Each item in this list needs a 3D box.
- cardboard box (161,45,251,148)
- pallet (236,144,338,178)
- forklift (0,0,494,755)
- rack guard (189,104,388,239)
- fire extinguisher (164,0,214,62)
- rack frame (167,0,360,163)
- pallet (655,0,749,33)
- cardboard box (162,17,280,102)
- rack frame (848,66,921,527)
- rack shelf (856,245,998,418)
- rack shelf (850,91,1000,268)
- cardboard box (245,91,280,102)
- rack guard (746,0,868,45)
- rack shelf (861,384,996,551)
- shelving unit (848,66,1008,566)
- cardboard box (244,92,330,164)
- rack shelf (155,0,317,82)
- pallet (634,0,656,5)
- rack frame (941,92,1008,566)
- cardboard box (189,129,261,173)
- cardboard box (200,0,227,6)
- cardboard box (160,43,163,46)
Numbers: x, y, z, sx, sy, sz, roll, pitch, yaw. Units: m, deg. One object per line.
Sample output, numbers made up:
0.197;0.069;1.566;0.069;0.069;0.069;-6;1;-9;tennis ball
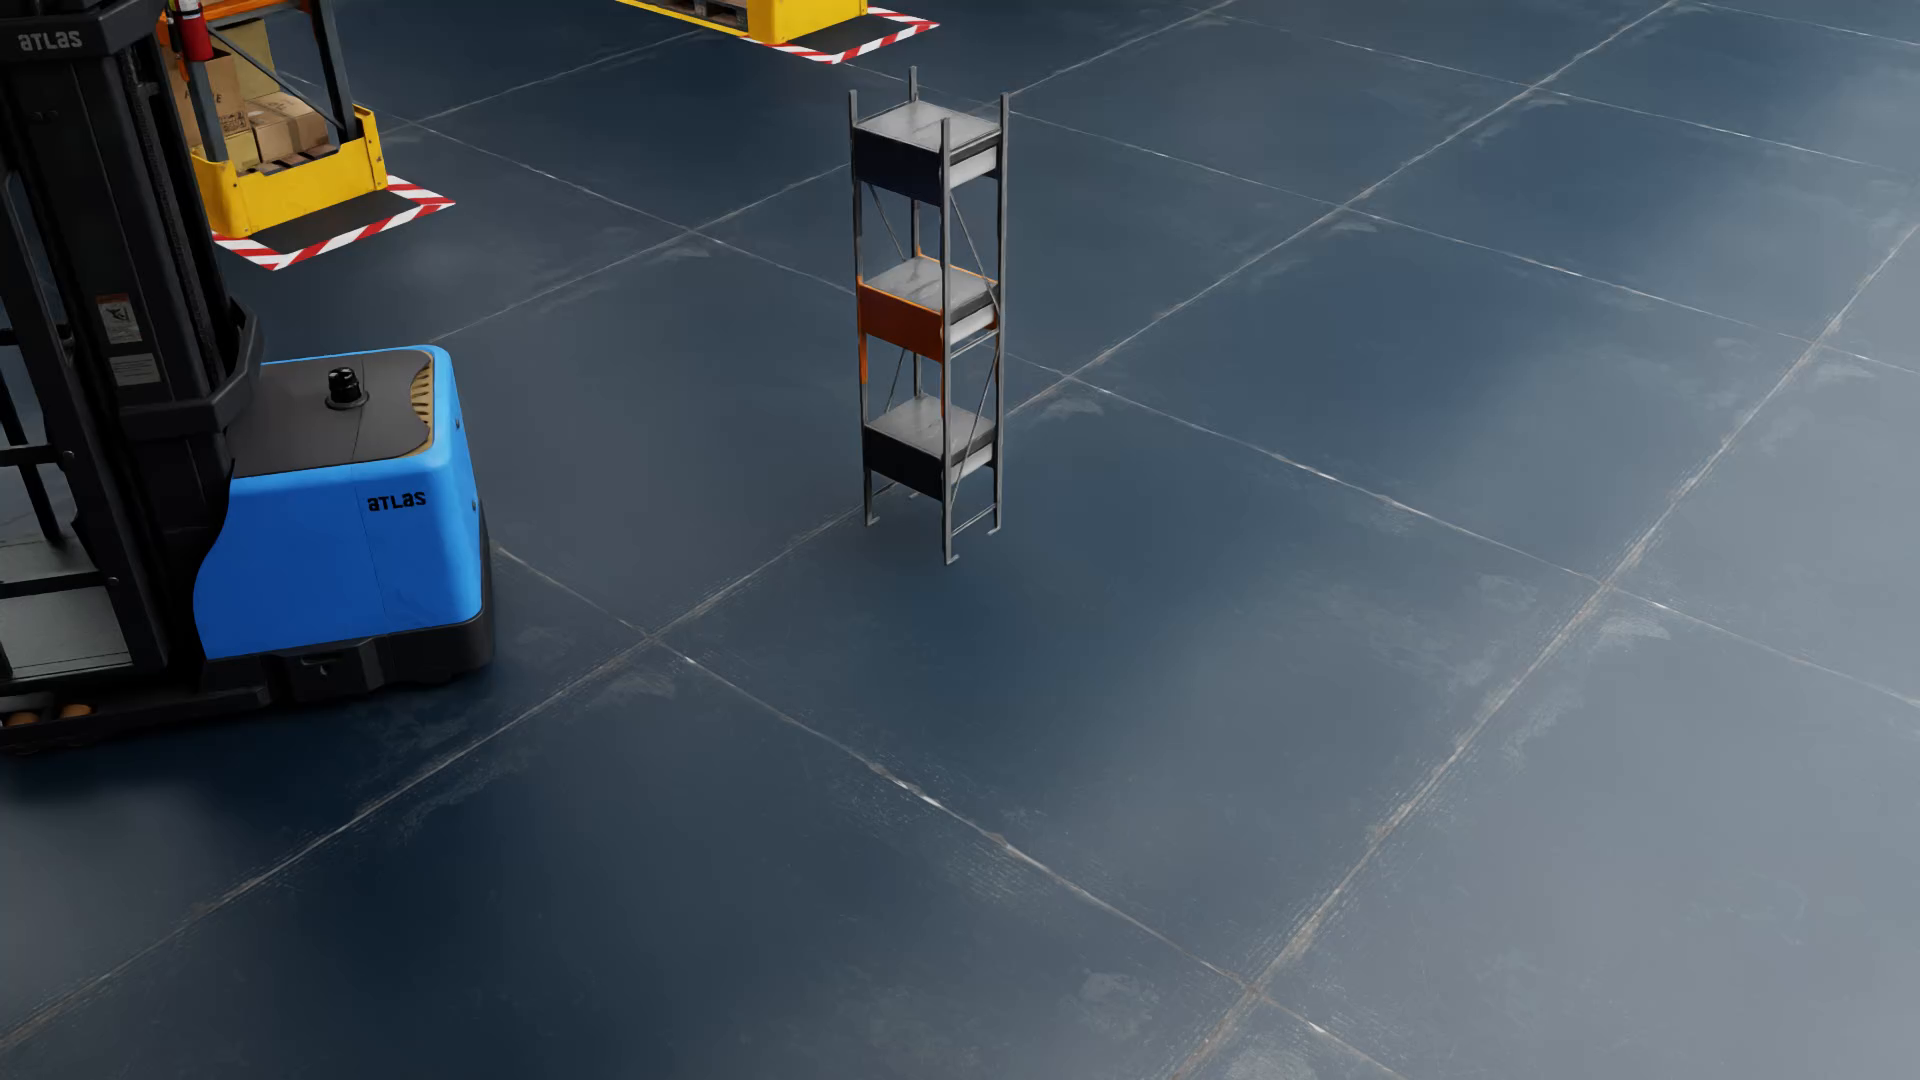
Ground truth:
-4.965;-2.866;10.669;0.500;0.500;0.500;25;42;32;cardboard box
-4.977;-2.561;11.293;1.213;0.211;1.003;25;42;32;pallet
-3.517;-0.698;6.177;3.031;2.935;1.130;-8;35;-12;forklift
-4.344;-2.413;10.822;0.348;0.500;1.175;25;42;32;rack guard
-4.569;-3.175;9.792;0.183;0.674;0.296;25;42;32;fire extinguisher
-4.362;-3.452;10.127;0.127;3.000;1.000;25;42;32;rack frame
-1.900;-4.760;14.495;1.213;0.211;1.003;25;42;32;pallet
-5.018;-3.272;11.260;0.500;0.500;0.500;25;42;32;cardboard box
-0.315;-1.014;7.372;0.015;2.100;0.400;25;42;32;rack frame
-0.127;-0.914;7.251;0.480;0.518;0.431;25;42;32;rack shelf
-0.127;-1.491;6.854;0.480;0.518;0.431;25;42;32;rack shelf
-5.019;-2.962;11.472;0.500;0.250;0.500;25;42;32;cardboard box
-1.279;-4.582;13.981;0.348;0.500;1.175;25;42;32;rack guard
-0.127;-0.337;7.647;0.480;0.518;0.431;25;42;32;rack shelf
-0.127;-0.926;7.243;0.503;2.100;0.431;25;42;32;shelving unit
-4.632;-2.783;11.210;0.500;0.250;0.500;25;42;32;cardboard box
-5.899;-3.880;11.386;4.000;0.370;1.077;25;42;32;rack shelf
-2.833;-5.202;15.138;1.213;0.211;1.003;25;42;32;pallet
0.060;-0.837;7.114;0.015;2.100;0.400;25;42;32;rack frame
-4.964;-2.557;10.882;0.500;0.250;0.500;25;42;32;cardboard box
-4.713;-3.668;10.353;0.500;0.500;0.700;25;42;32;cardboard box
-5.410;-3.448;11.516;0.500;0.500;0.500;25;42;32;cardboard box
